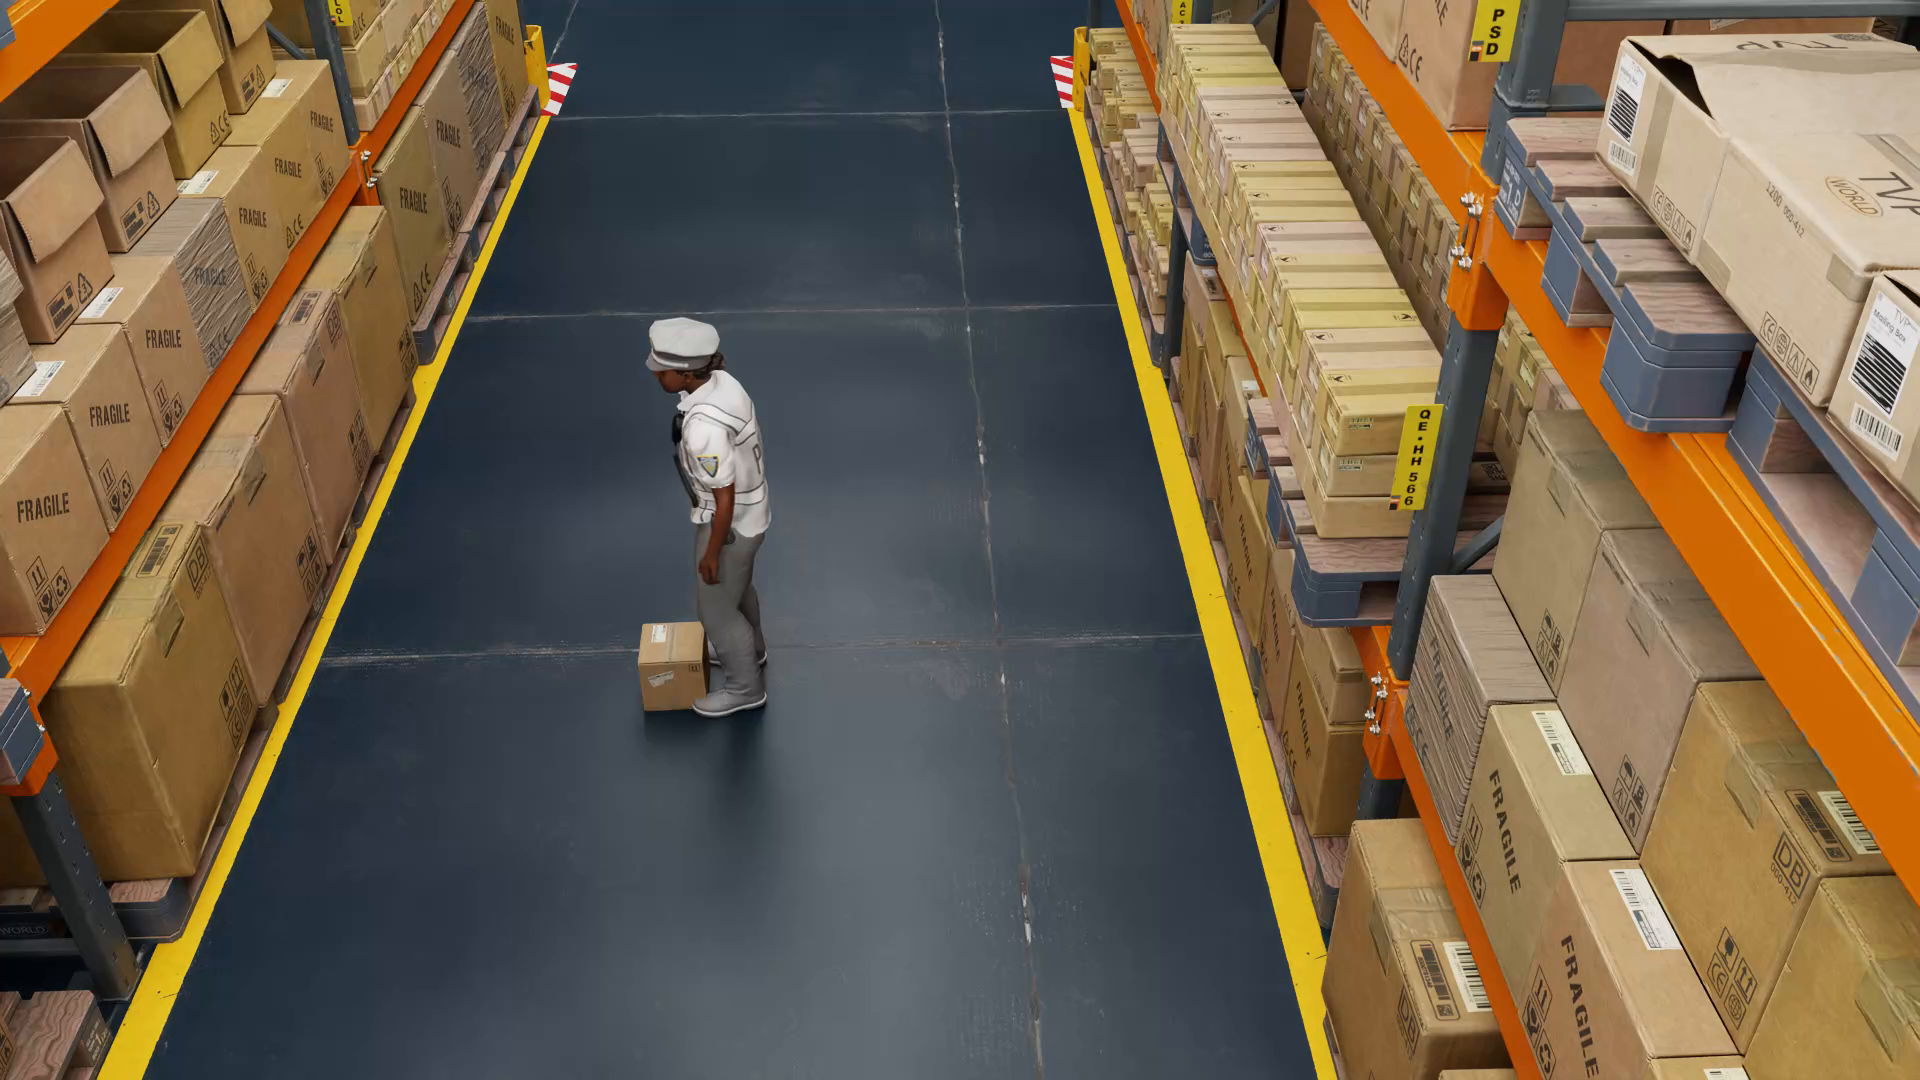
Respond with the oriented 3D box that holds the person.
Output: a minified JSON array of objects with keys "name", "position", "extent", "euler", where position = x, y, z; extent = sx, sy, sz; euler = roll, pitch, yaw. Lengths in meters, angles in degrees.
[{"name":"person","position":[-0.906,-0.080,6.254],"extent":[0.391,1.664,0.531],"euler":[-3,36,-5]}]
